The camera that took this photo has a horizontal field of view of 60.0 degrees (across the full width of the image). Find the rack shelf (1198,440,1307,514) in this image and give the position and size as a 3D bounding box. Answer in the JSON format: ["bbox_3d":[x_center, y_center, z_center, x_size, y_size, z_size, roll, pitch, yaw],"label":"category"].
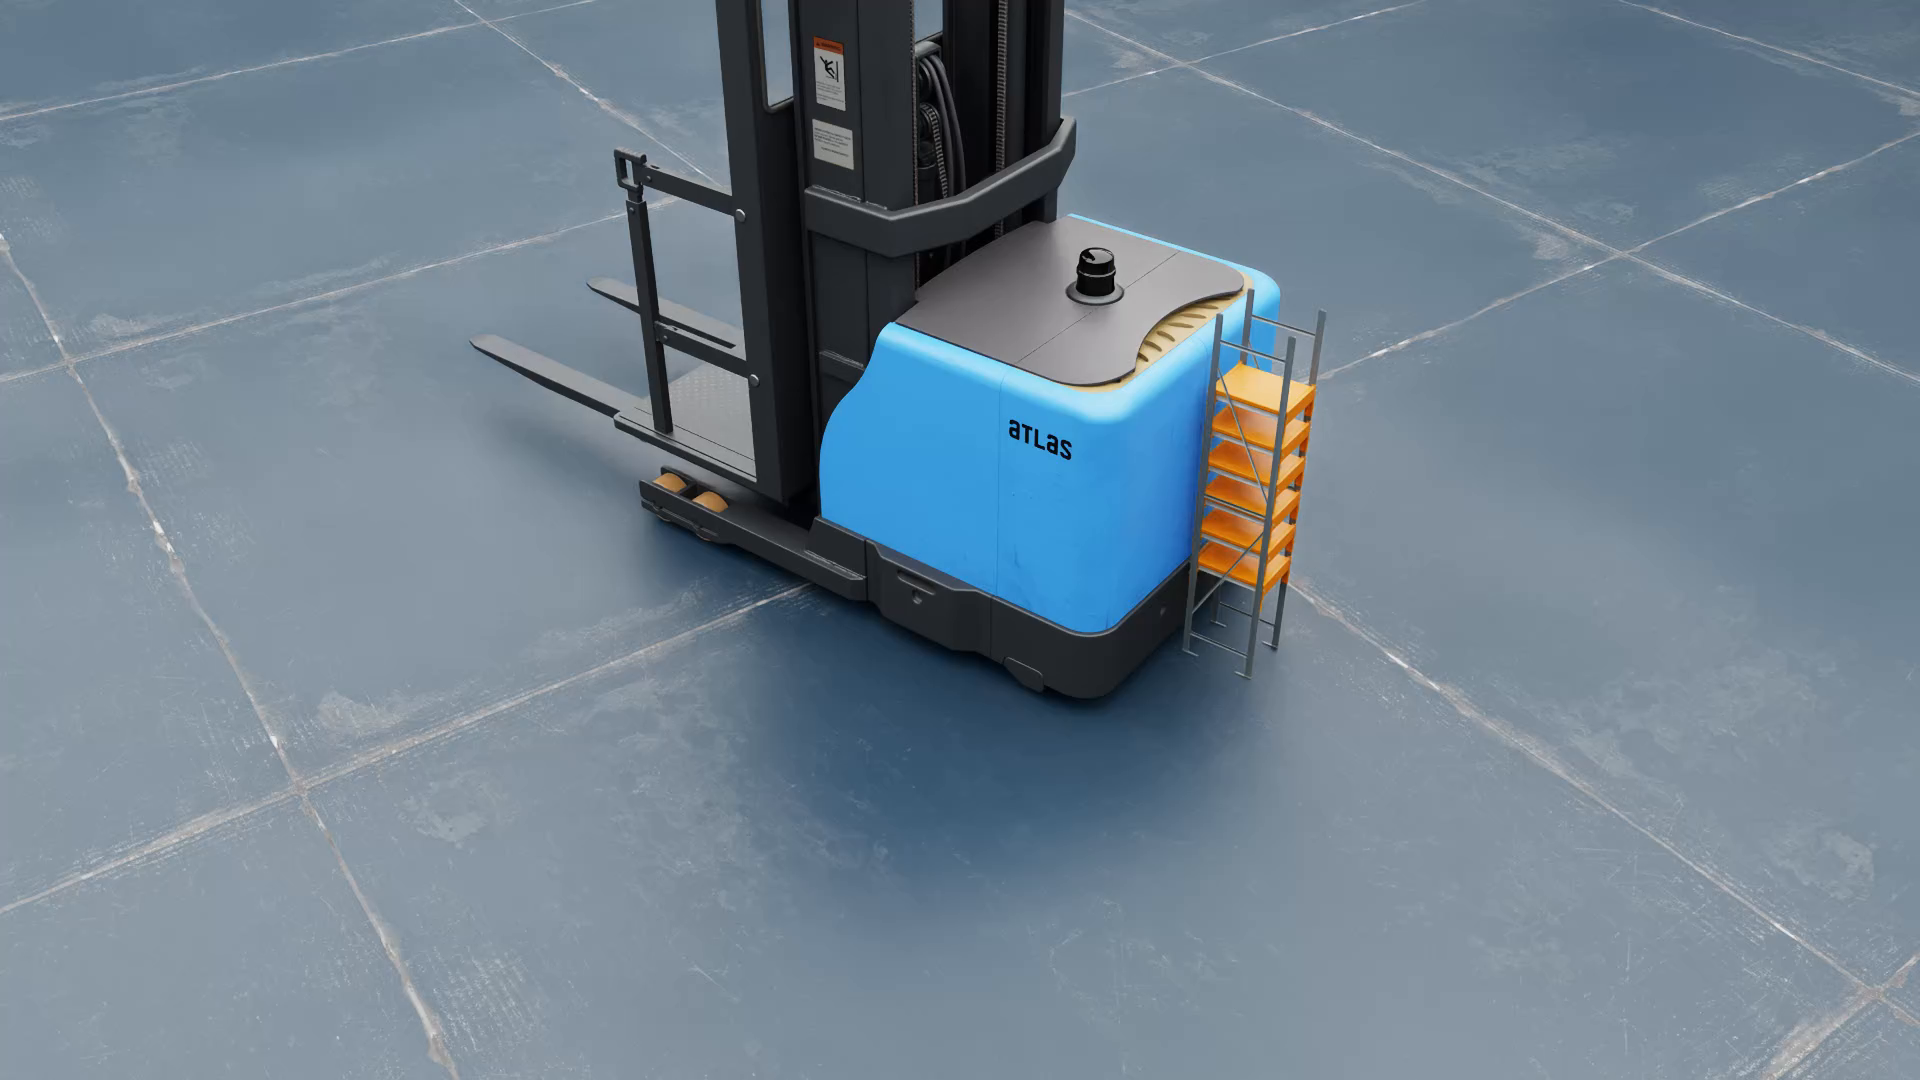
[{"bbox_3d":[0.855,-0.200,4.871,0.258,0.103,0.180,23,42,28],"label":"rack shelf"}]

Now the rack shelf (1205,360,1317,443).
[{"bbox_3d":[0.855,-0.395,4.731,0.258,0.103,0.180,23,42,28],"label":"rack shelf"}]

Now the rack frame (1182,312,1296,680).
[{"bbox_3d":[0.802,-0.096,4.855,0.240,1.200,0.006,23,42,28],"label":"rack frame"}]

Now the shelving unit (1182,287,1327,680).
[{"bbox_3d":[0.855,-0.139,4.916,0.258,1.200,0.189,23,42,28],"label":"shelving unit"}]

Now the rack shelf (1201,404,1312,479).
[{"bbox_3d":[0.855,-0.298,4.801,0.258,0.103,0.180,23,42,28],"label":"rack shelf"}]

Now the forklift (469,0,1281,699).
[{"bbox_3d":[-0.497,-1.409,5.198,3.031,2.935,1.130,24,42,29],"label":"forklift"}]

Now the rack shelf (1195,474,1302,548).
[{"bbox_3d":[0.855,-0.103,4.942,0.258,0.103,0.180,23,42,28],"label":"rack shelf"}]

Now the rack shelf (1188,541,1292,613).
[{"bbox_3d":[0.855,0.092,5.082,0.258,0.103,0.180,23,42,28],"label":"rack shelf"}]

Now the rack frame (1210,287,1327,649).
[{"bbox_3d":[0.909,-0.182,4.976,0.240,1.200,0.006,23,42,28],"label":"rack frame"}]

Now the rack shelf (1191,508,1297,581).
[{"bbox_3d":[0.855,-0.005,5.012,0.258,0.103,0.180,23,42,28],"label":"rack shelf"}]
